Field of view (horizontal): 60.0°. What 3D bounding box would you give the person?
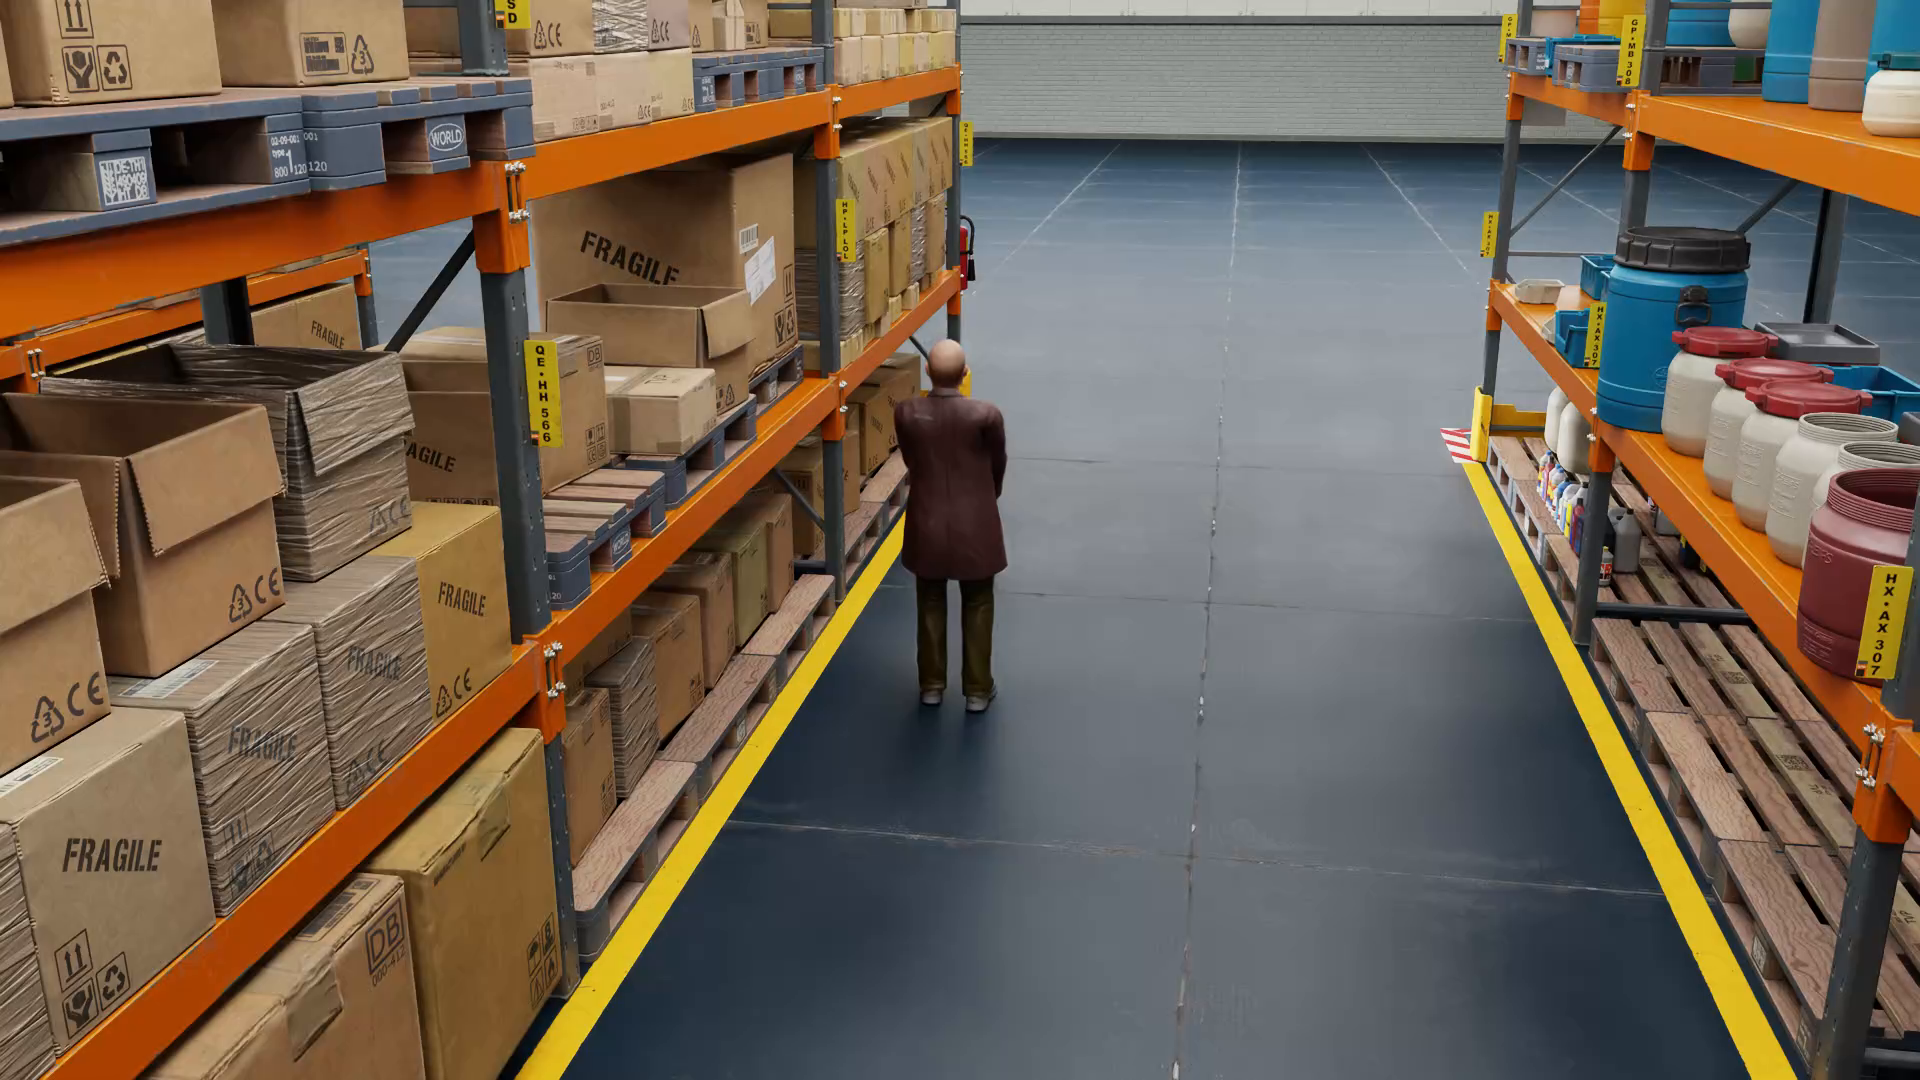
[{"bbox_3d":[-0.025,-0.099,7.893,0.526,1.778,0.543,3,18,9],"label":"person"}]
